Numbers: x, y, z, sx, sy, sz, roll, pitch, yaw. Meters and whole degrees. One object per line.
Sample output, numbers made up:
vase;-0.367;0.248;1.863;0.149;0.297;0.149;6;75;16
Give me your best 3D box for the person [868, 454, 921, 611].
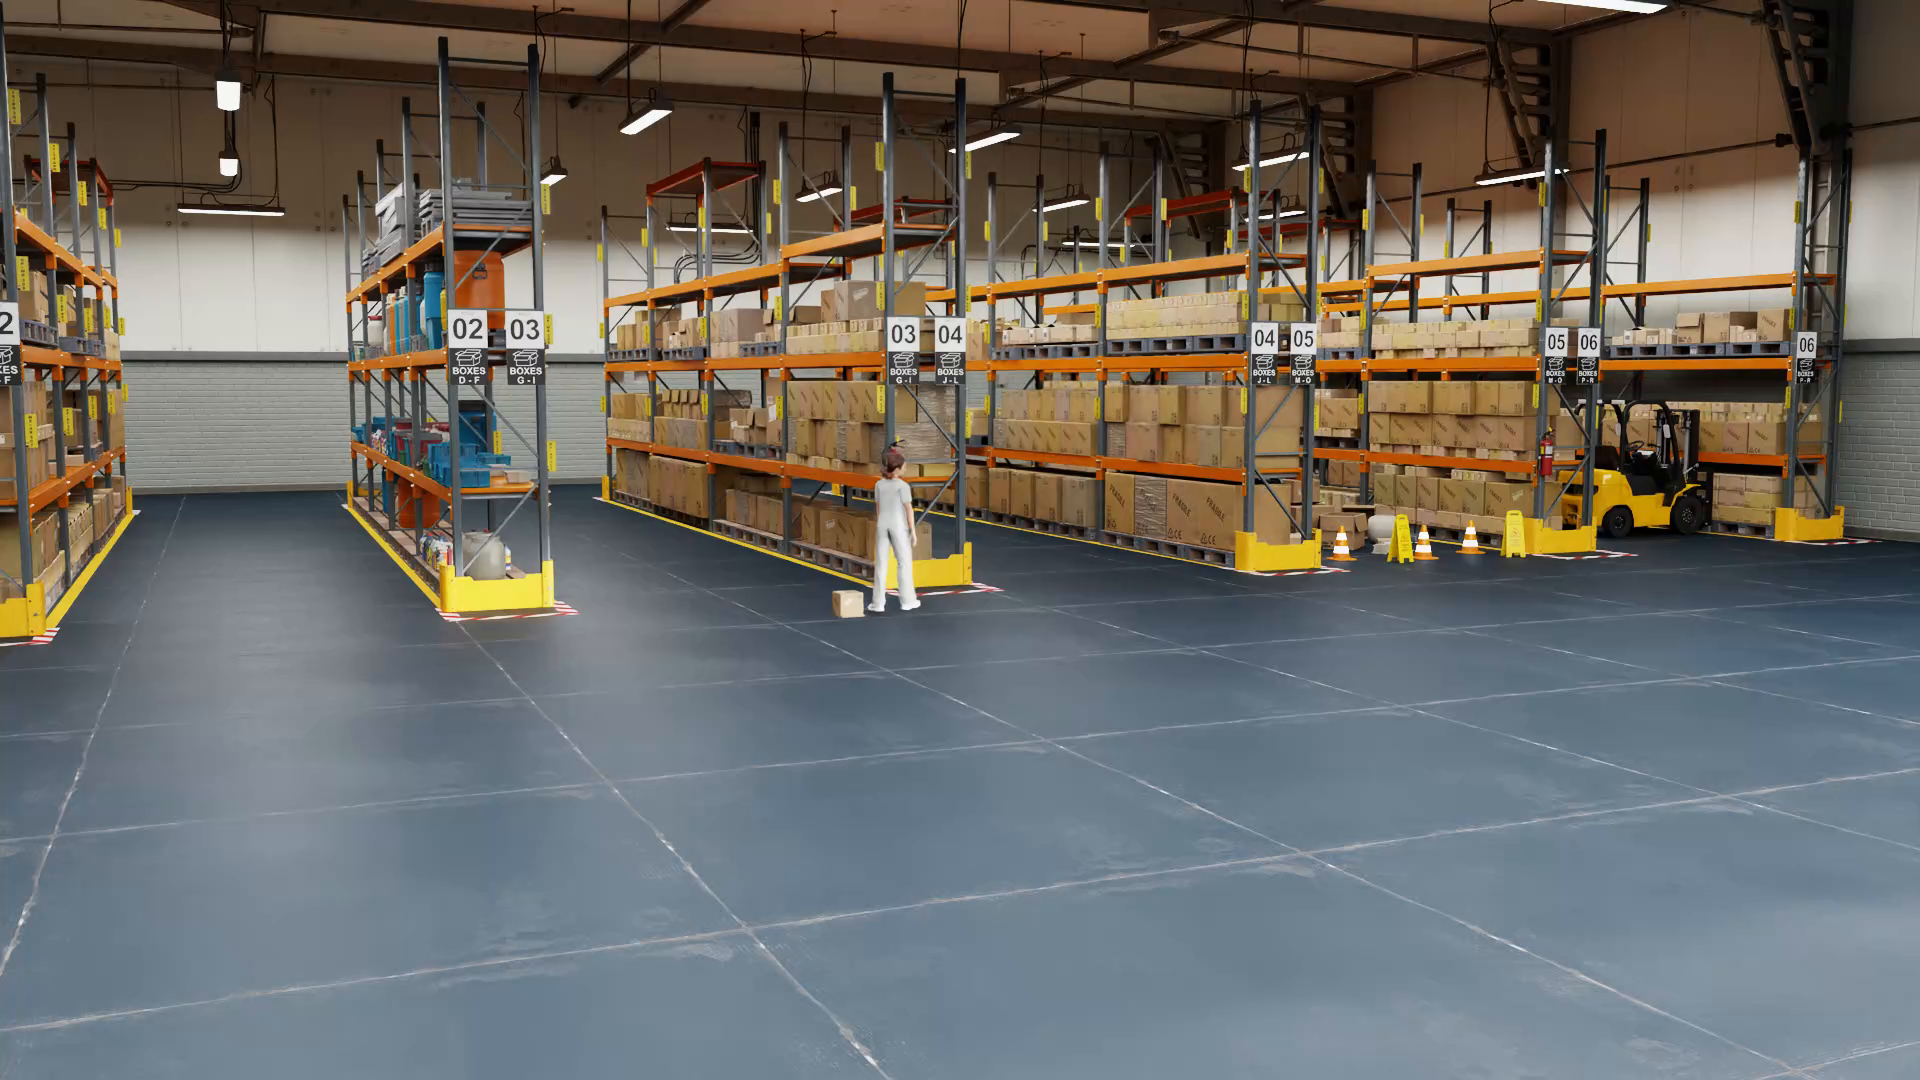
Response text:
person;-0.684;-0.082;17.642;0.518;1.661;0.638;2;6;22
